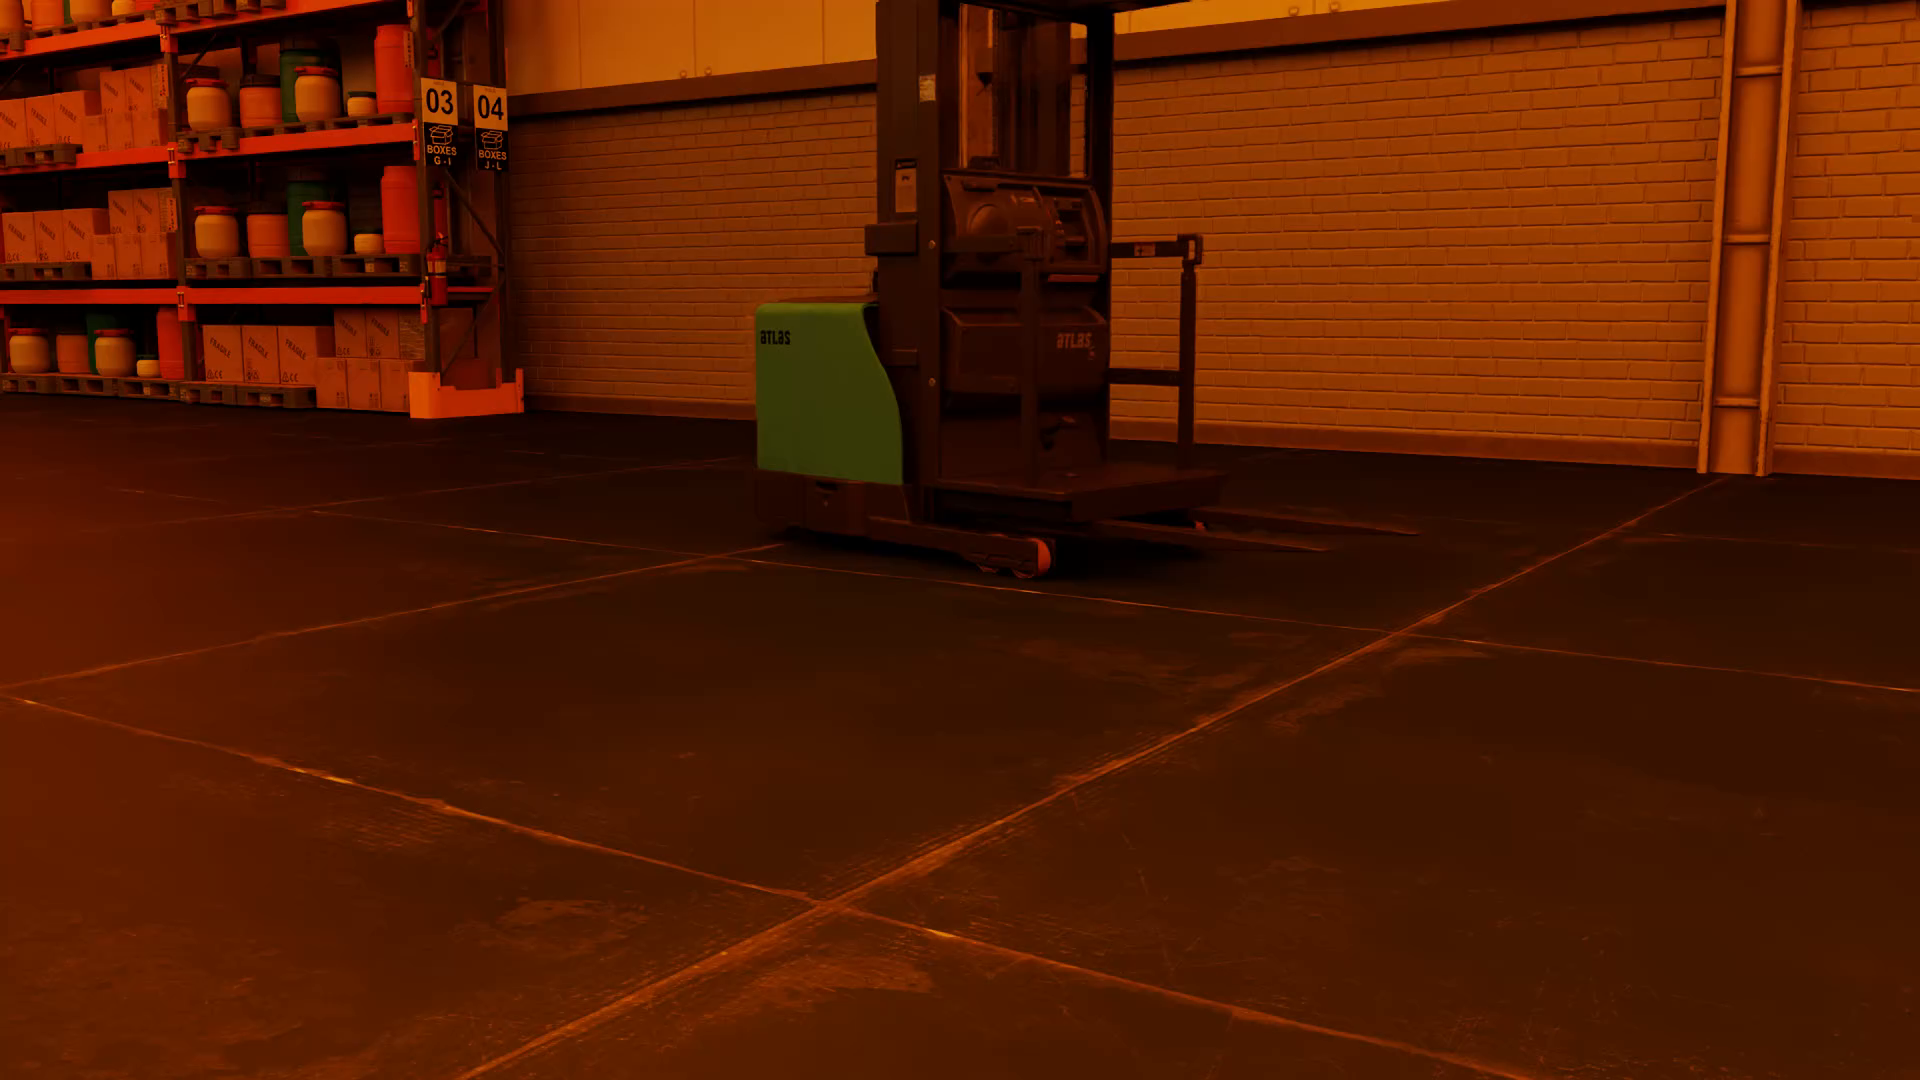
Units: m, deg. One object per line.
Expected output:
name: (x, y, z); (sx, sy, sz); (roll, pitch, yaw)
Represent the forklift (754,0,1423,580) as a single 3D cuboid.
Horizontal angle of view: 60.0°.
forklift: (0.435, -1.377, 6.874); (1.130, 2.935, 3.031); (-8, 11, -44)
